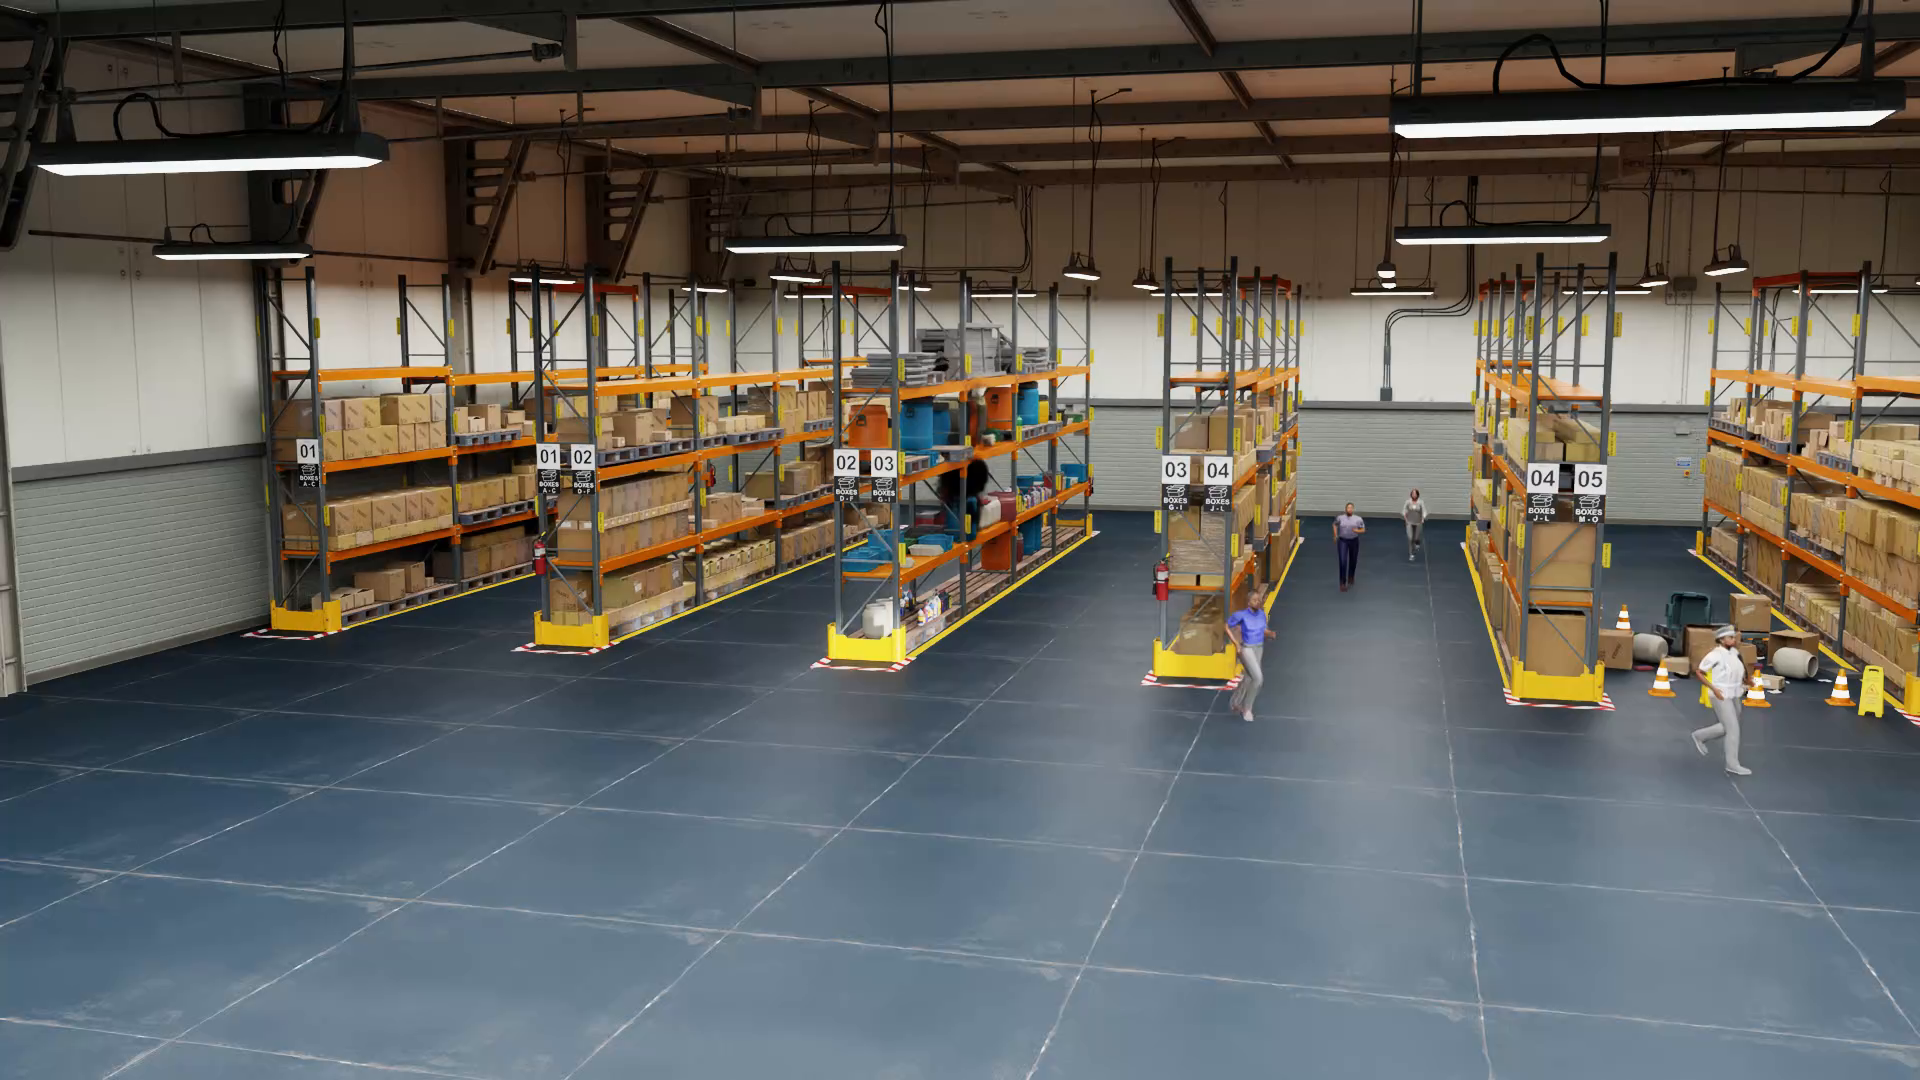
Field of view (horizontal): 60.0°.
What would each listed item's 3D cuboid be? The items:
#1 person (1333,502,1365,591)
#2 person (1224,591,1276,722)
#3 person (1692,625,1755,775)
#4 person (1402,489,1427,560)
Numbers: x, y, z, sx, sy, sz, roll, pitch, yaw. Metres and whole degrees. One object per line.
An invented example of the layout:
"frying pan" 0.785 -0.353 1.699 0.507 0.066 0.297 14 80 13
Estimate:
"person" 7.501 0.104 32.105 0.595 1.667 0.903 1 7 9
"person" 3.756 1.506 21.404 0.546 1.686 0.717 -5 9 -35
"person" 8.687 1.779 18.920 0.588 1.668 0.805 -4 8 -30
"person" 9.912 -0.353 36.302 0.524 1.557 0.580 2 8 19
